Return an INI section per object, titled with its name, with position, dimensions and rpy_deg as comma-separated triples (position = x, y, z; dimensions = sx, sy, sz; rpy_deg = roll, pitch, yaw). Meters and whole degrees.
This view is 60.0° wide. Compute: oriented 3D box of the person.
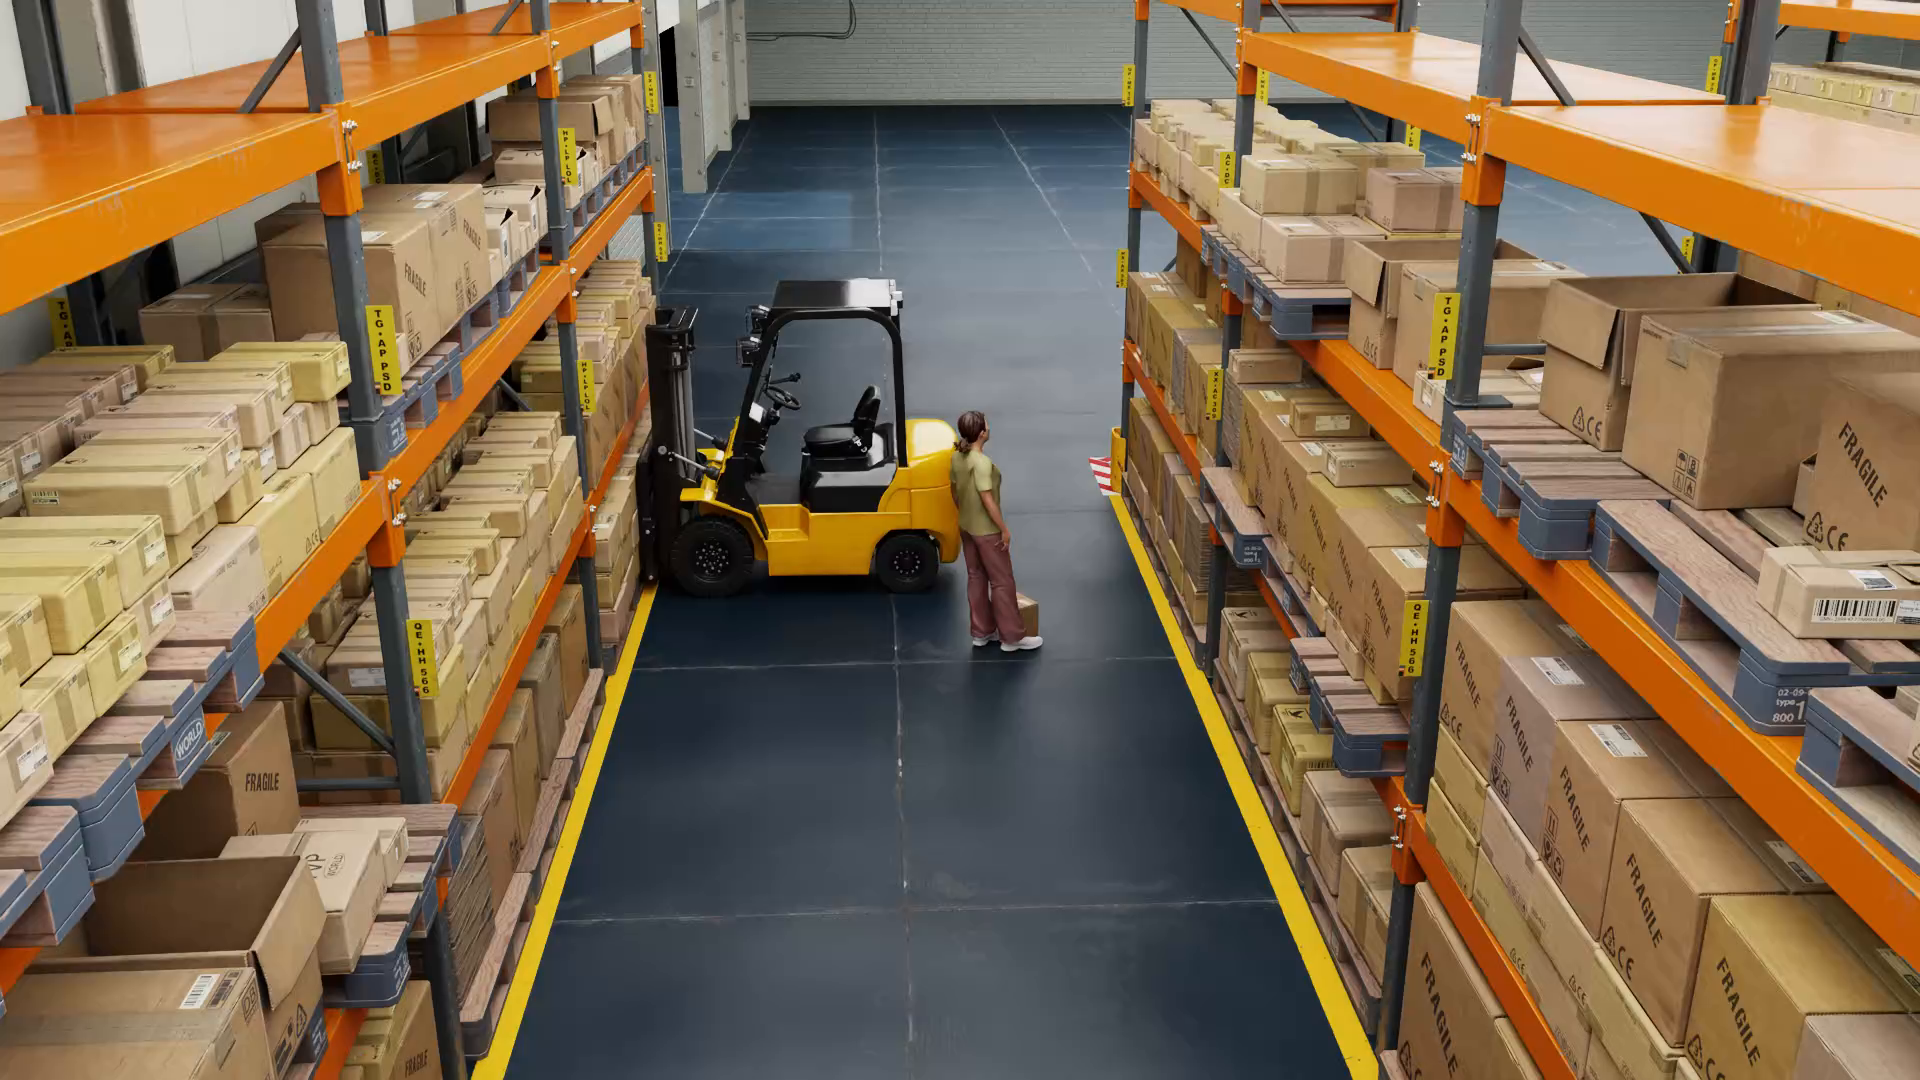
[person]
position = 0.212, -0.078, 11.262
dimensions = 0.549, 1.676, 0.553
rpy_deg = -12, 24, -30
